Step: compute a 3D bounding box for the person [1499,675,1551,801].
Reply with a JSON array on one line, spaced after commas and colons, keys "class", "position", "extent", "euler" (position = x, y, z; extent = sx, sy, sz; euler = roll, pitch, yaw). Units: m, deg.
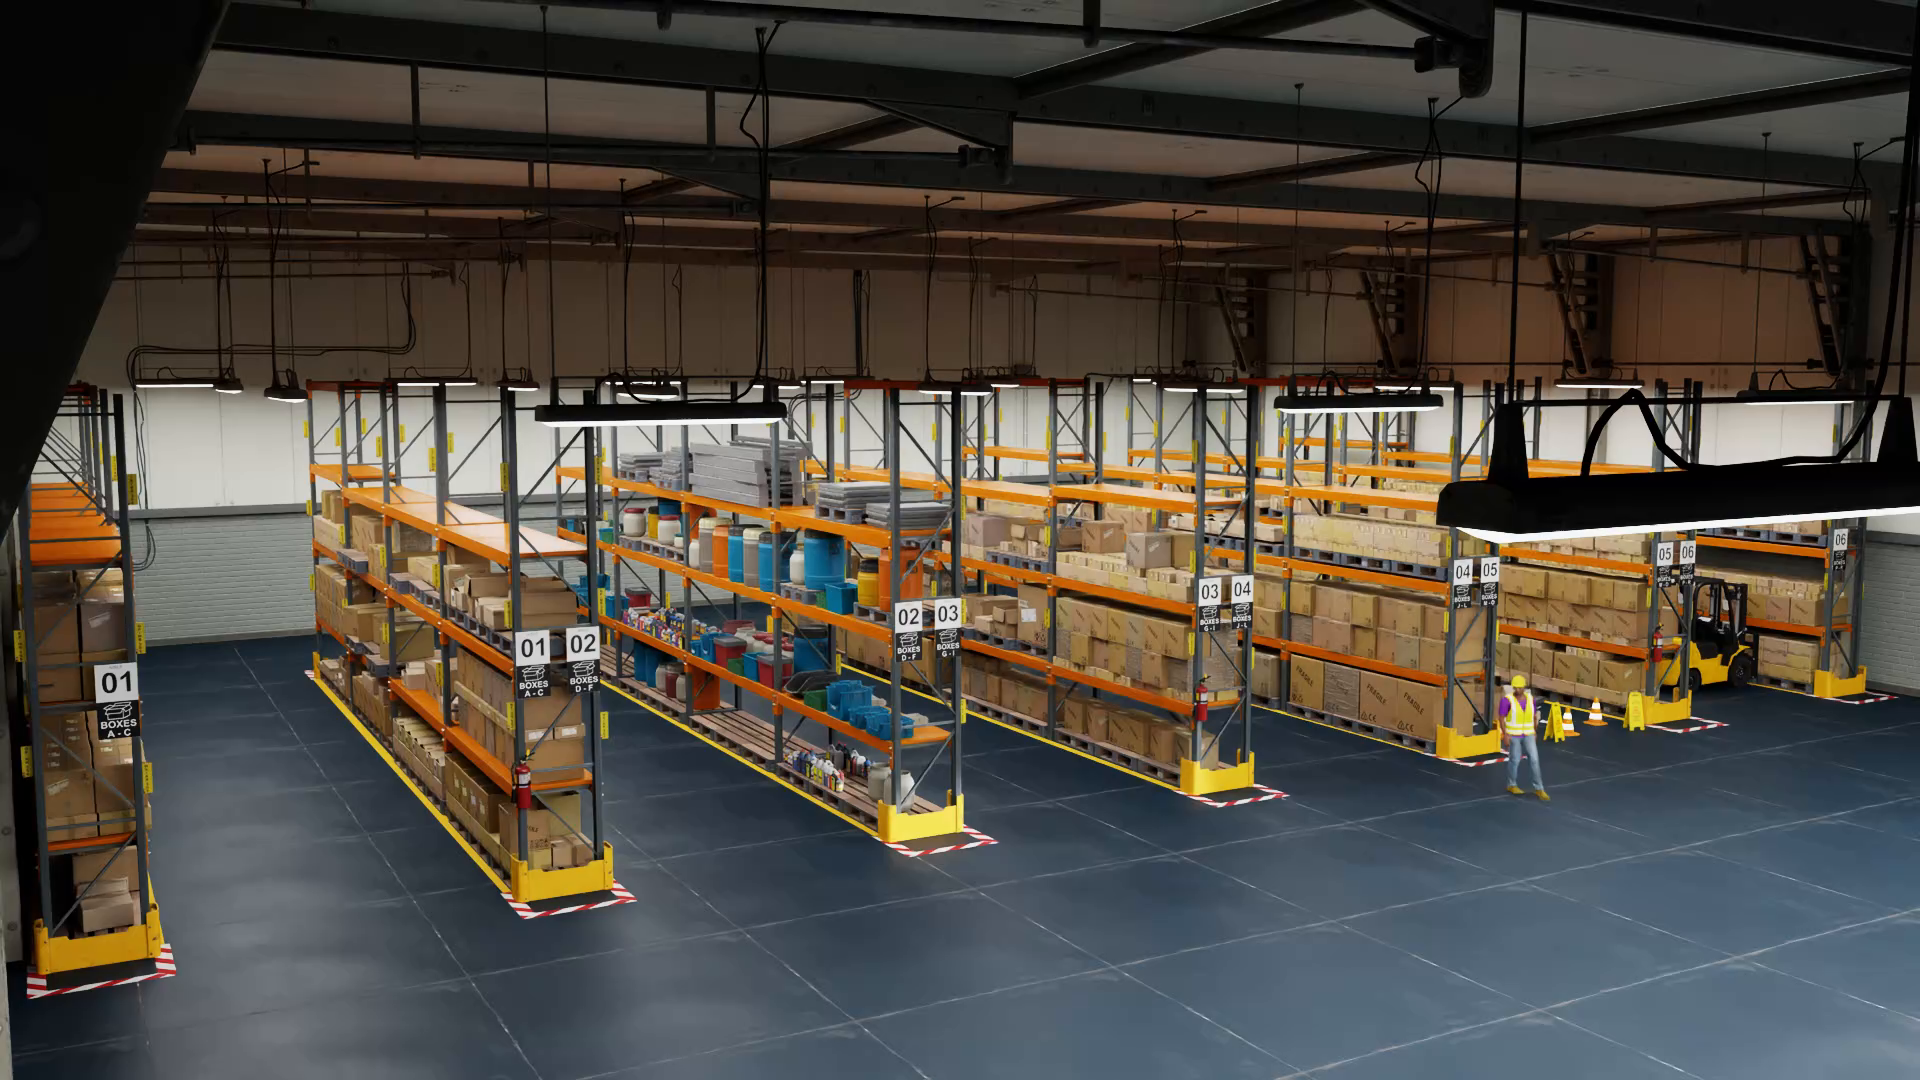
[{"class": "person", "position": [8.235, 2.872, 24.296], "extent": [0.655, 1.762, 0.668], "euler": [0, 6, -3]}]

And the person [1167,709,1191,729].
[{"class": "person", "position": [3.768, 2.547, 28.430], "extent": [0.551, 1.552, 0.731], "euler": [-3, 7, -26]}]
